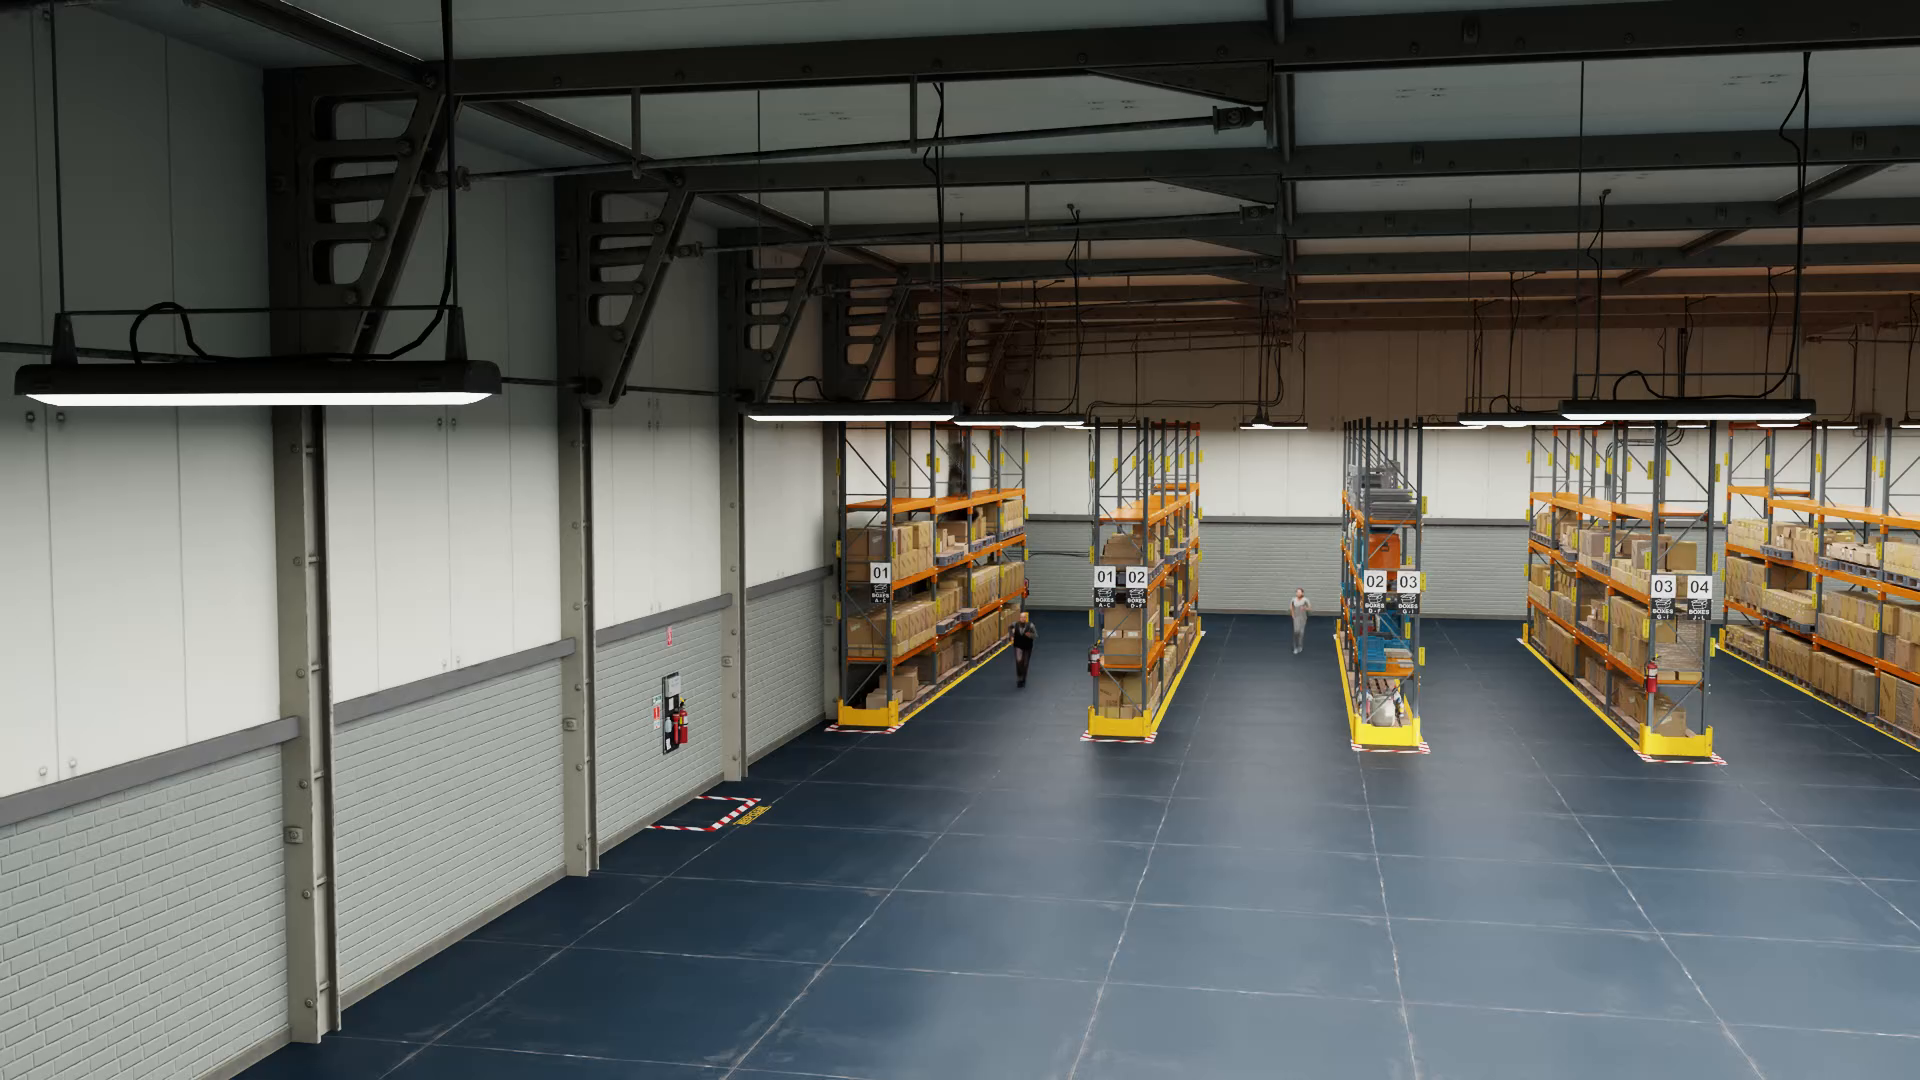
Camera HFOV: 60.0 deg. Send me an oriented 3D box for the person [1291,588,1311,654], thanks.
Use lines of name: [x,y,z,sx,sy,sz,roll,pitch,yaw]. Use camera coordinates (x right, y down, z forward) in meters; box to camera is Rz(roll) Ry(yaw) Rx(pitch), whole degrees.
person: [8.850,2.100,43.170,0.539,1.730,0.764,1,4,15]

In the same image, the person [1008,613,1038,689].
person: [1.412,2.510,37.311,0.650,1.624,0.941,0,4,-1]

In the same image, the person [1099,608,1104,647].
person: [3.915,2.053,44.664,0.540,1.577,0.942,1,4,14]

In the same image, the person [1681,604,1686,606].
person: [17.914,2.234,41.155,0.547,1.613,0.595,0,4,2]
